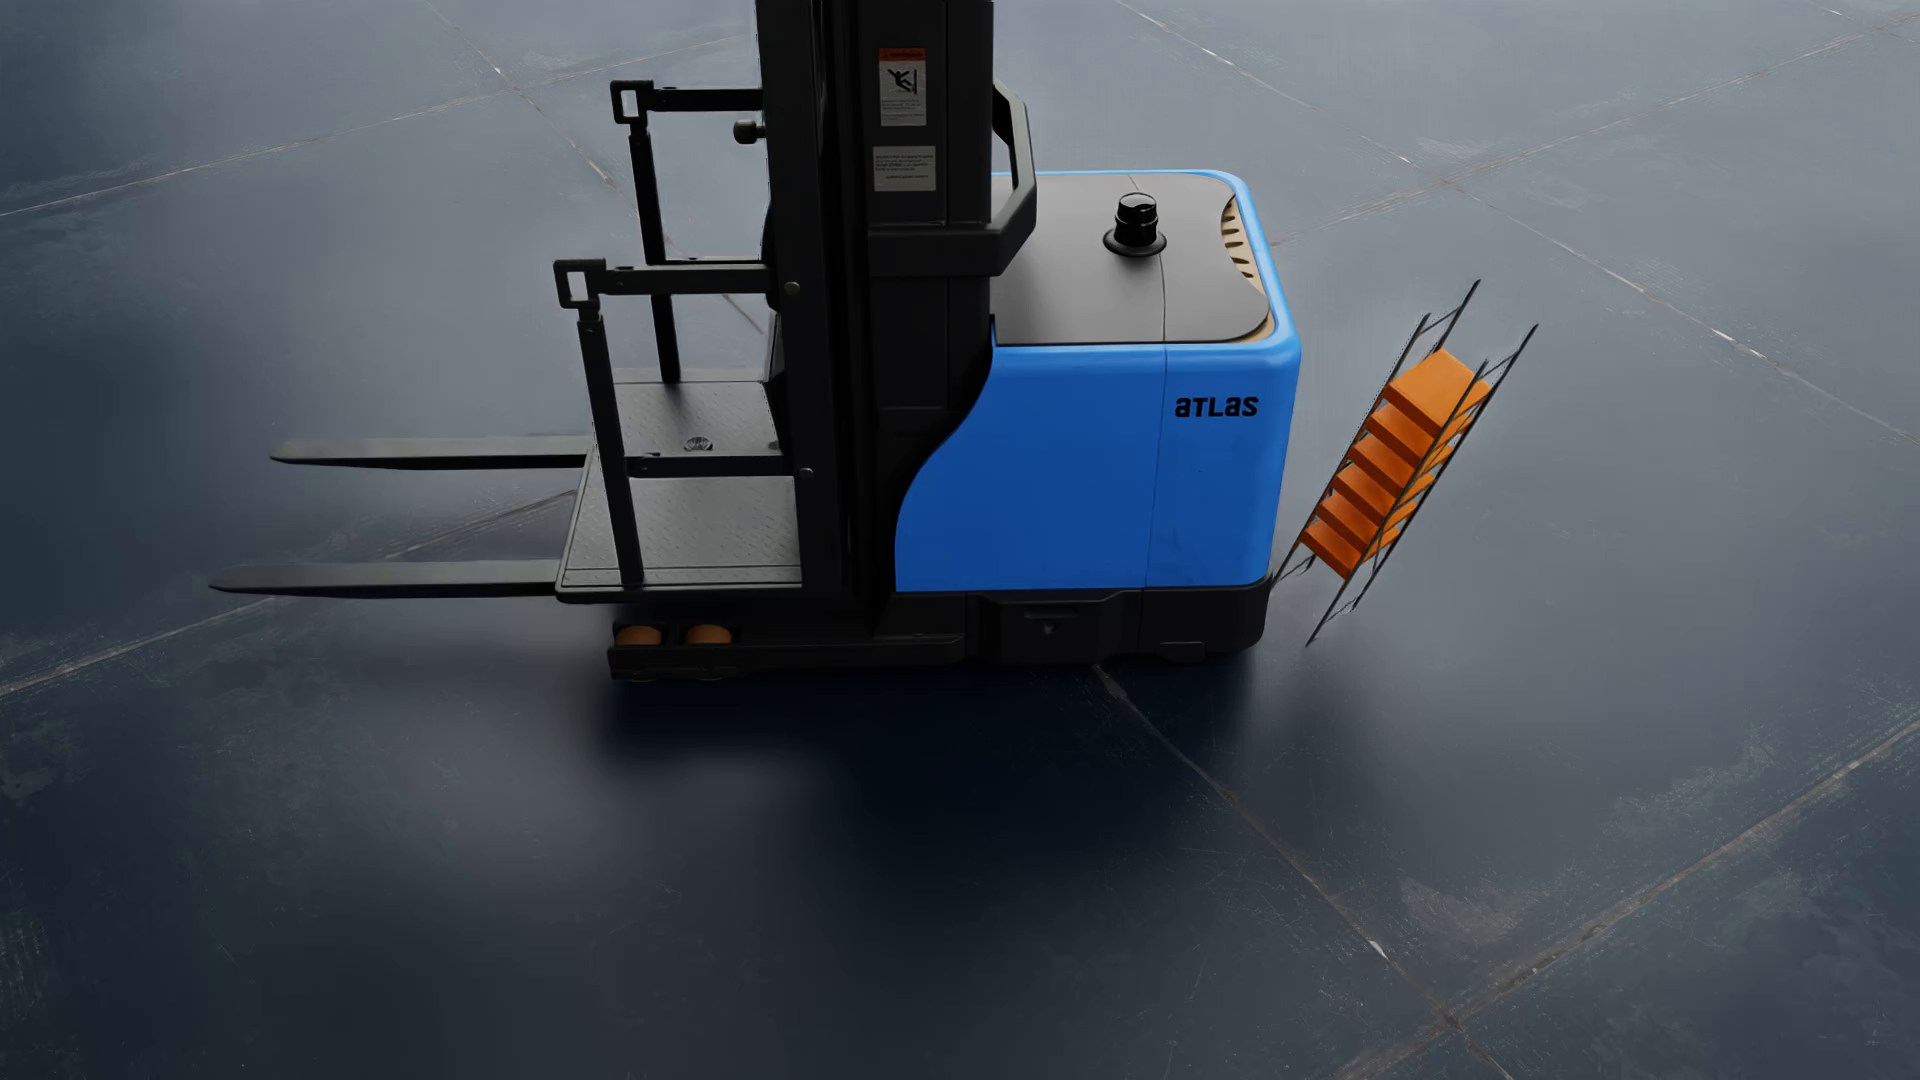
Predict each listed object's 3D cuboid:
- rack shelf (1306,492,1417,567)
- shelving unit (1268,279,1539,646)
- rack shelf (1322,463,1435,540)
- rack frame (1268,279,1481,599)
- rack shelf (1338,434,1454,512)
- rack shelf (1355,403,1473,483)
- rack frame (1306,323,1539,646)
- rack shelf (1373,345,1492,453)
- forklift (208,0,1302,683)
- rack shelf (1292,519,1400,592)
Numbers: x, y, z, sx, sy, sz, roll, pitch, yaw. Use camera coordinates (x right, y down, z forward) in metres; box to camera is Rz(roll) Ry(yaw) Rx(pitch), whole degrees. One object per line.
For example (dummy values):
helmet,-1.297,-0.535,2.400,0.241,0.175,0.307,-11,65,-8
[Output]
rack shelf,1.126,-0.071,4.638,0.258,0.103,0.180,-32,65,-32
shelving unit,1.158,-0.171,4.512,0.258,1.200,0.189,-32,65,-32
rack shelf,1.149,-0.144,4.546,0.258,0.103,0.180,-32,65,-32
rack frame,1.096,-0.231,4.544,0.240,1.200,0.006,-32,65,-32
rack shelf,1.172,-0.217,4.454,0.258,0.103,0.180,-32,65,-32
rack shelf,1.195,-0.291,4.362,0.258,0.103,0.180,-32,65,-32
rack frame,1.219,-0.111,4.480,0.240,1.200,0.006,-32,65,-32
rack shelf,1.219,-0.364,4.270,0.258,0.103,0.180,-32,65,-32
forklift,-0.645,-1.063,4.236,3.031,2.935,1.130,-1,40,-1
rack shelf,1.103,0.002,4.731,0.258,0.103,0.180,-32,65,-32
